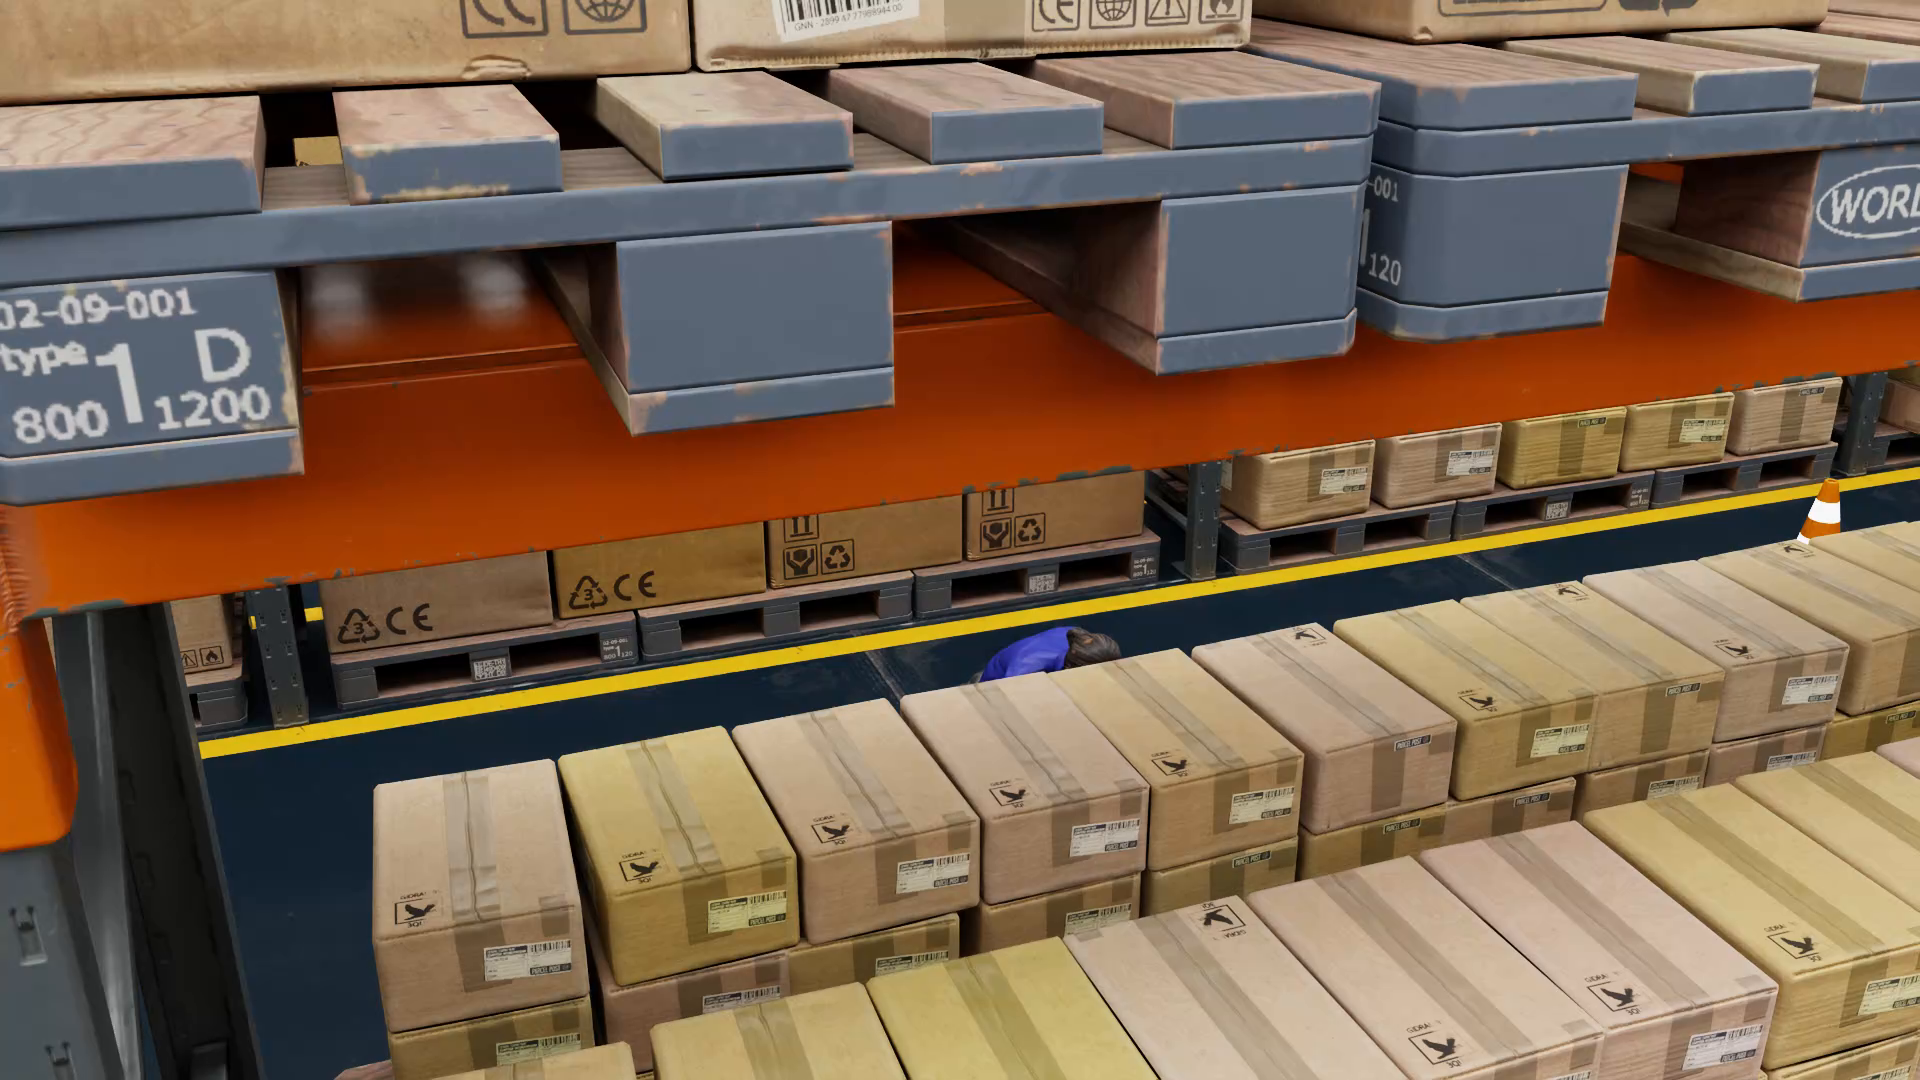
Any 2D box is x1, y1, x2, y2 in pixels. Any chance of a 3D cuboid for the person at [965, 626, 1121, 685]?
[{"bbox_3d":[0.295,0.641,5.534,0.496,0.922,0.825,-8,24,-19],"label":"person"}]
